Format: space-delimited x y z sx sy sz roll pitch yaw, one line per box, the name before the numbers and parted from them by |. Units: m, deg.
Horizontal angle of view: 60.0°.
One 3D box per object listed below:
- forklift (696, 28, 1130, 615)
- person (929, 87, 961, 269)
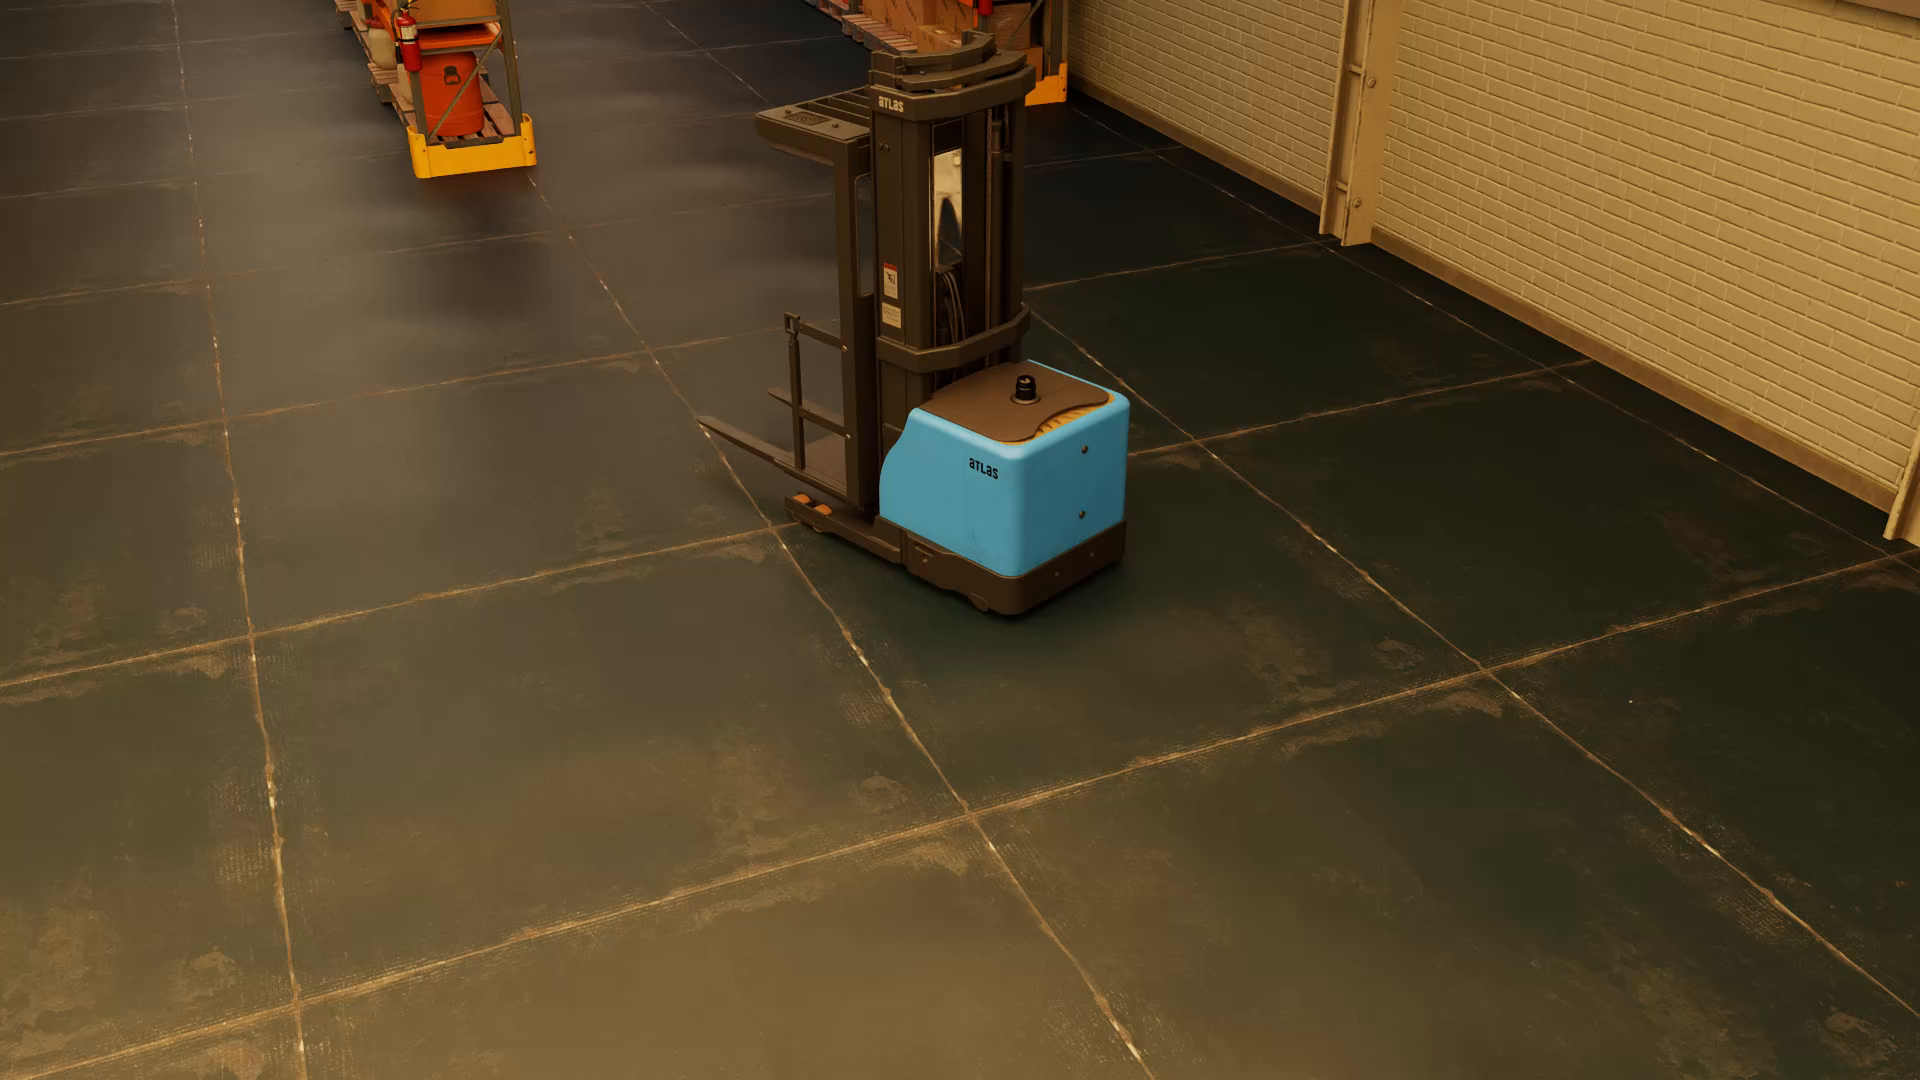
forklift | -0.436 -1.483 9.714 3.031 2.935 1.130 26 39 37
person | -0.092 -2.739 13.098 0.568 1.678 0.392 1 30 1
